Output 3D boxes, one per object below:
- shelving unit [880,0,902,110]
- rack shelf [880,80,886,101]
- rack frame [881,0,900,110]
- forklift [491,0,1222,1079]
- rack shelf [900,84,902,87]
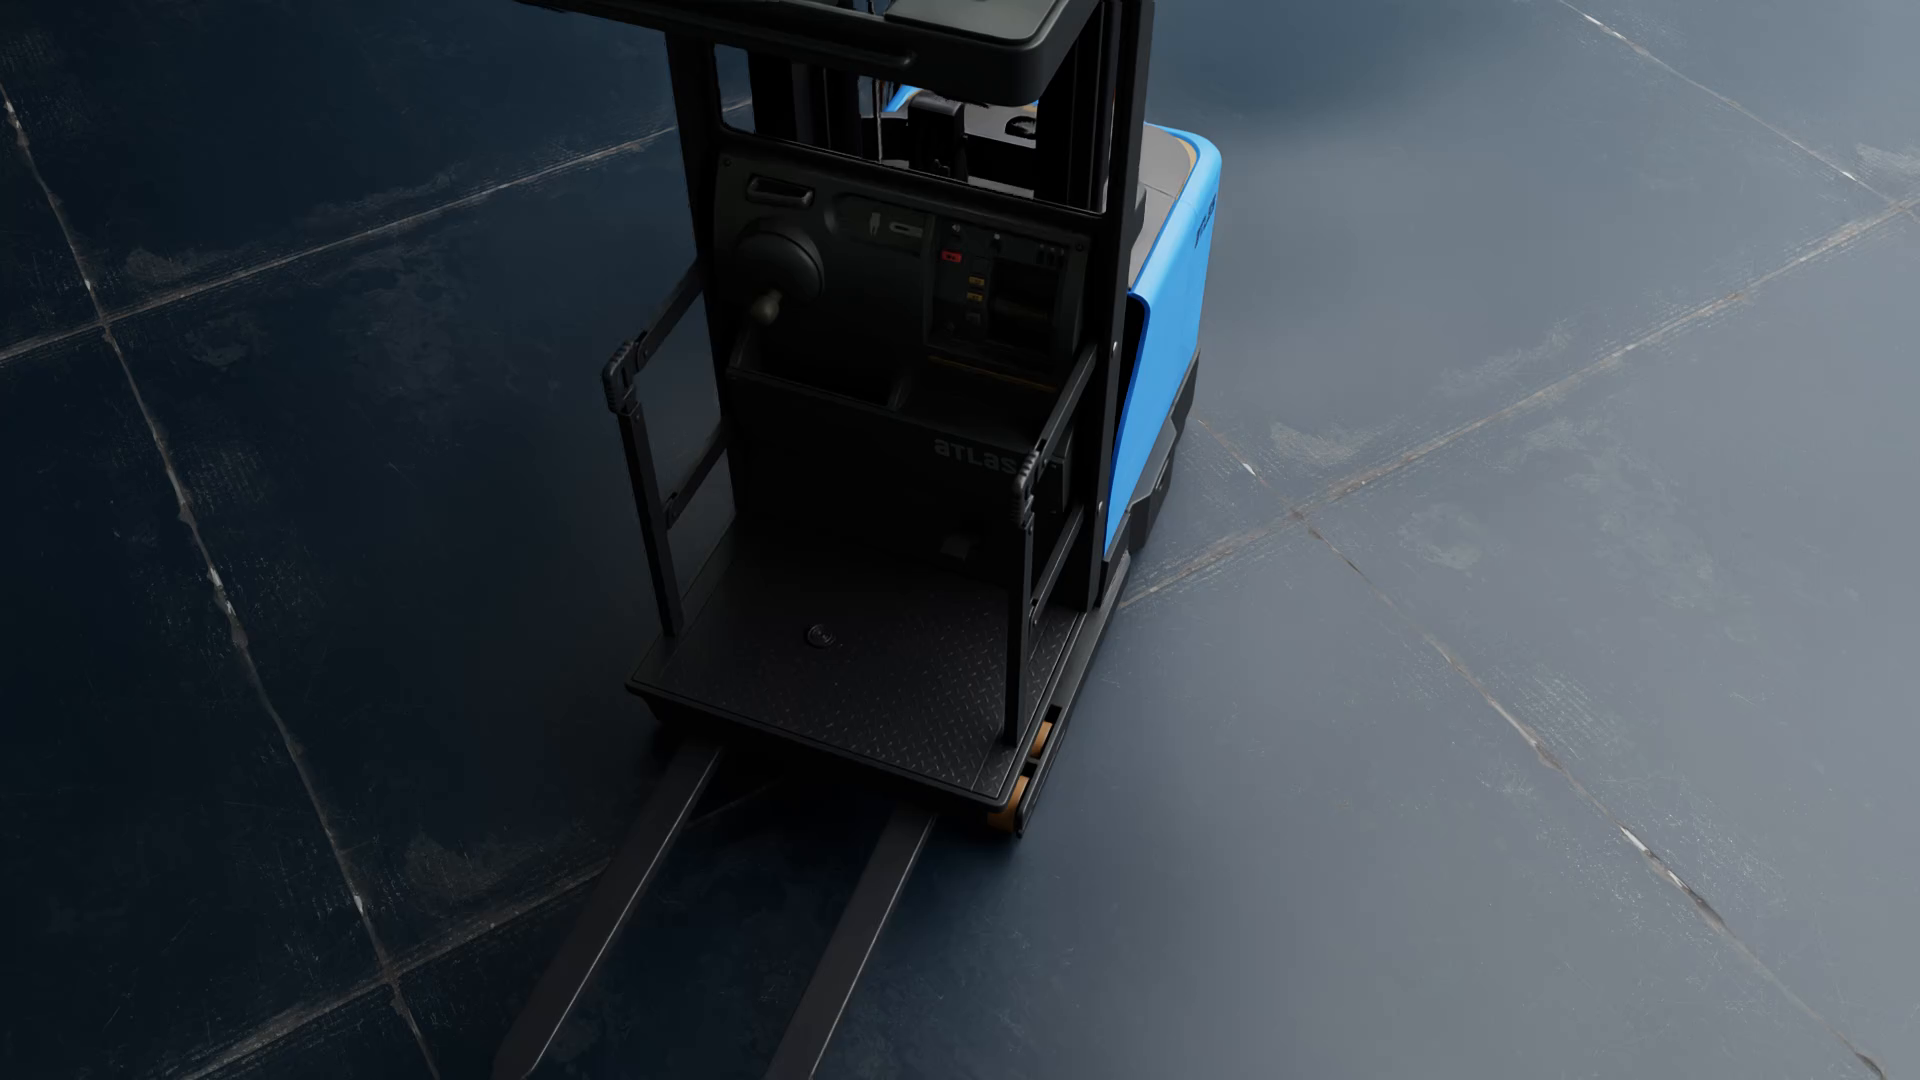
[{"bbox_3d":[0.009,-1.228,5.539,0.503,1.200,0.258,9,49,8],"label":"shelving unit"},{"bbox_3d":[0.010,-1.490,5.247,0.480,0.148,0.258,9,49,8],"label":"rack shelf"},{"bbox_3d":[-0.230,-1.264,5.571,0.015,1.200,0.240,9,49,8],"label":"rack frame"},{"bbox_3d":[-0.226,-0.541,3.769,1.130,2.935,3.031,16,50,14],"label":"forklift"},{"bbox_3d":[0.009,-1.332,5.423,0.480,0.148,0.258,9,49,8],"label":"rack shelf"}]
